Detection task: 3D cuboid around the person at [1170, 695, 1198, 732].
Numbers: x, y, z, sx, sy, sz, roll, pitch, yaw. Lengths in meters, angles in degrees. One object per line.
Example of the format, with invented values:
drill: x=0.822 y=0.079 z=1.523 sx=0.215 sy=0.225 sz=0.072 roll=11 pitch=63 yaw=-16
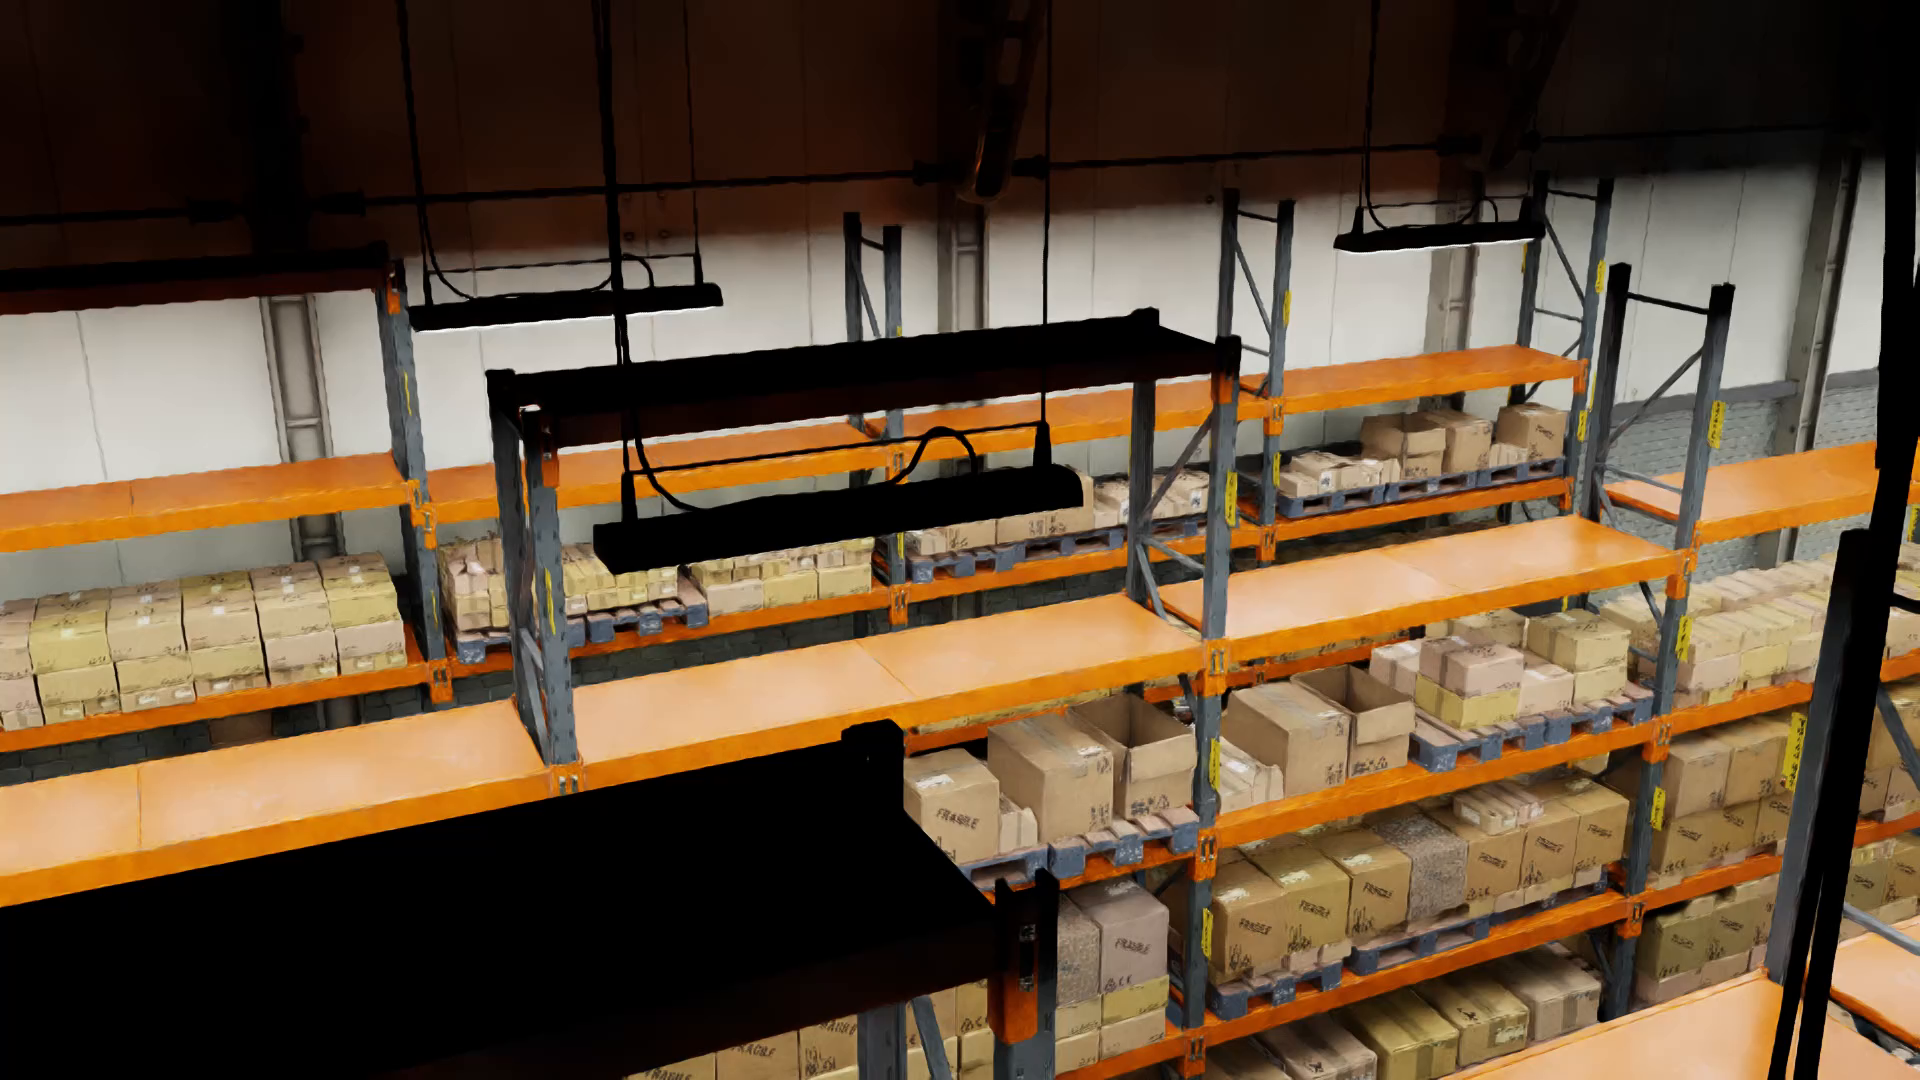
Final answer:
person: x=2.098 y=2.226 z=15.622 sx=0.581 sy=1.663 sz=0.551 roll=0 pitch=19 yaw=-1
